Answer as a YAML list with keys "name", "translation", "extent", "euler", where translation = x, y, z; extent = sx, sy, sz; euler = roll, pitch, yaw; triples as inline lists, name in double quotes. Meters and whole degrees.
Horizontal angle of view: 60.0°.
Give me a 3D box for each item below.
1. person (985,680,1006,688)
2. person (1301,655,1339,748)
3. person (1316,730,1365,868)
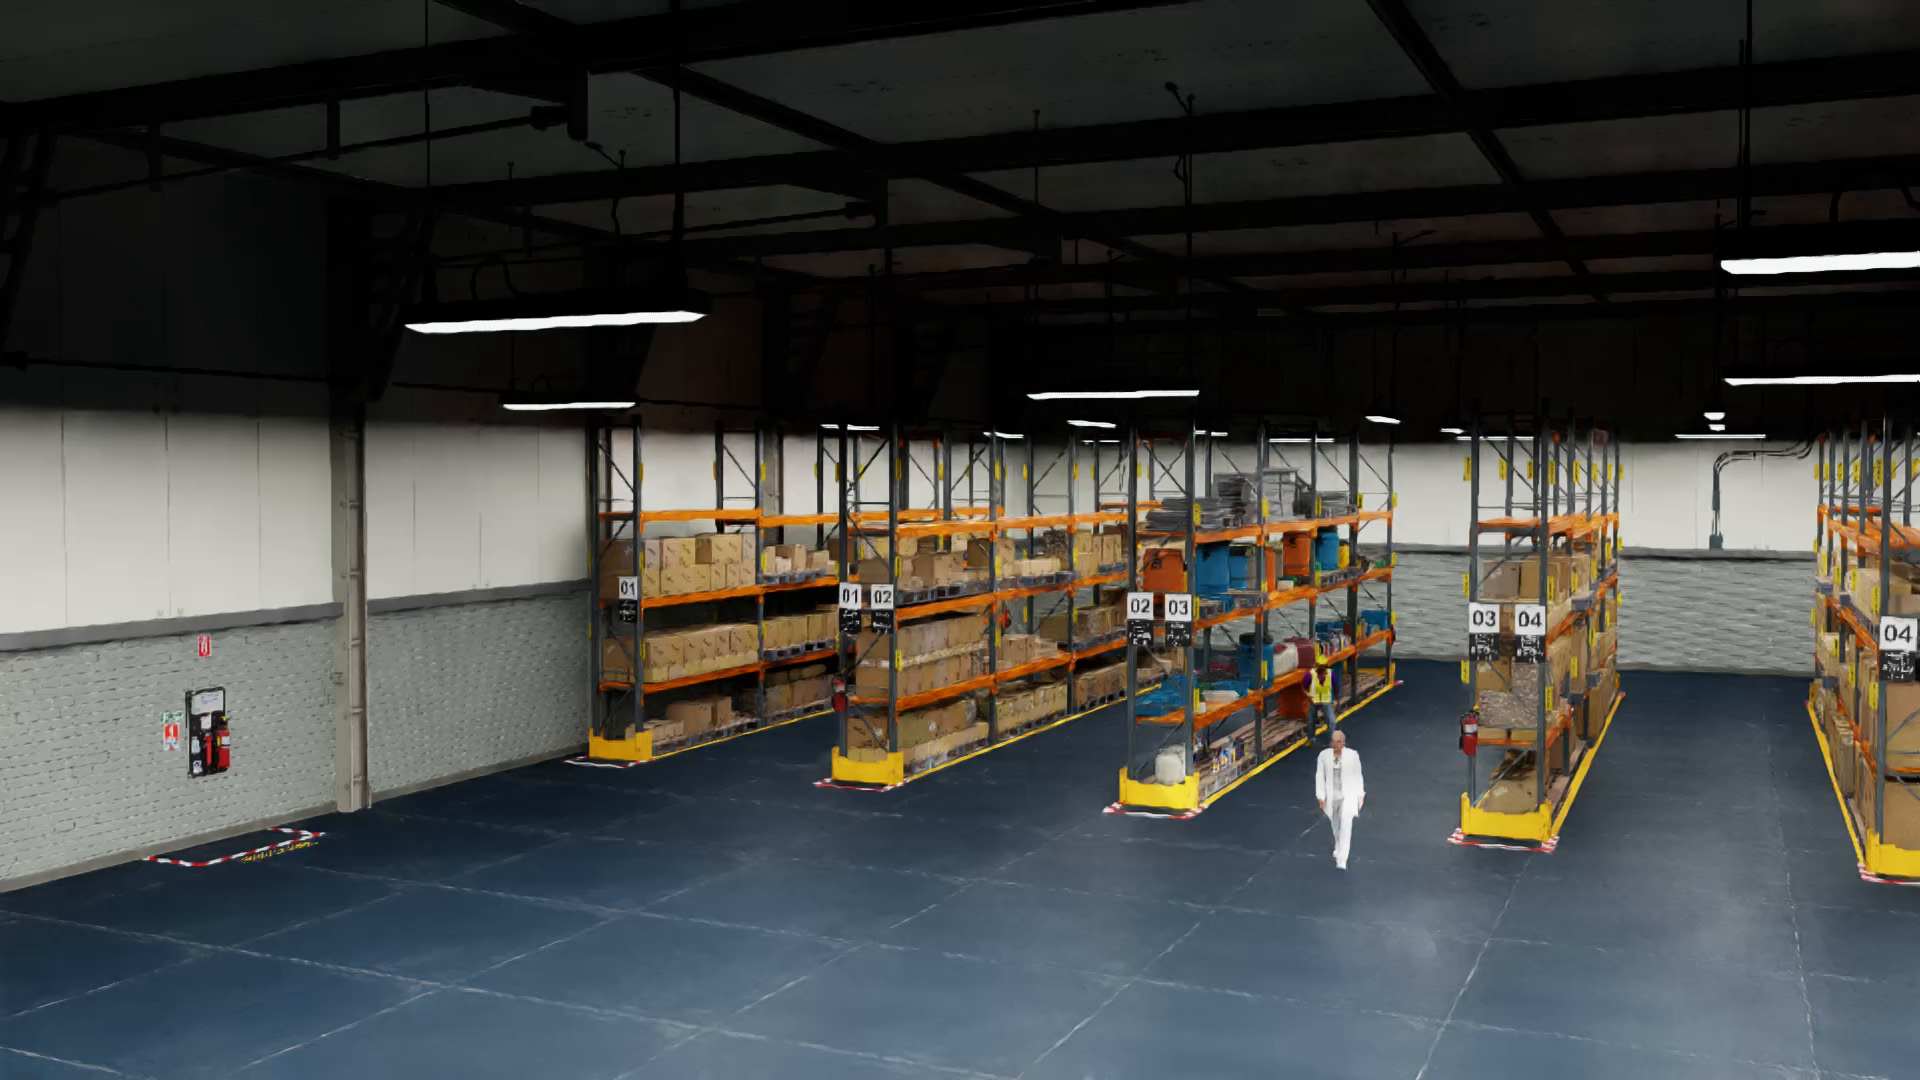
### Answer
- name: "person"
  translation: [0.783, 2.721, 36.099]
  extent: [0.625, 1.611, 0.582]
  euler: [1, 3, 24]
- name: "person"
  translation: [6.505, 2.912, 30.003]
  extent: [0.710, 1.703, 0.836]
  euler: [0, 2, 9]
- name: "person"
  translation: [4.819, 3.355, 21.191]
  extent: [0.598, 1.508, 1.194]
  euler: [1, 3, 27]
